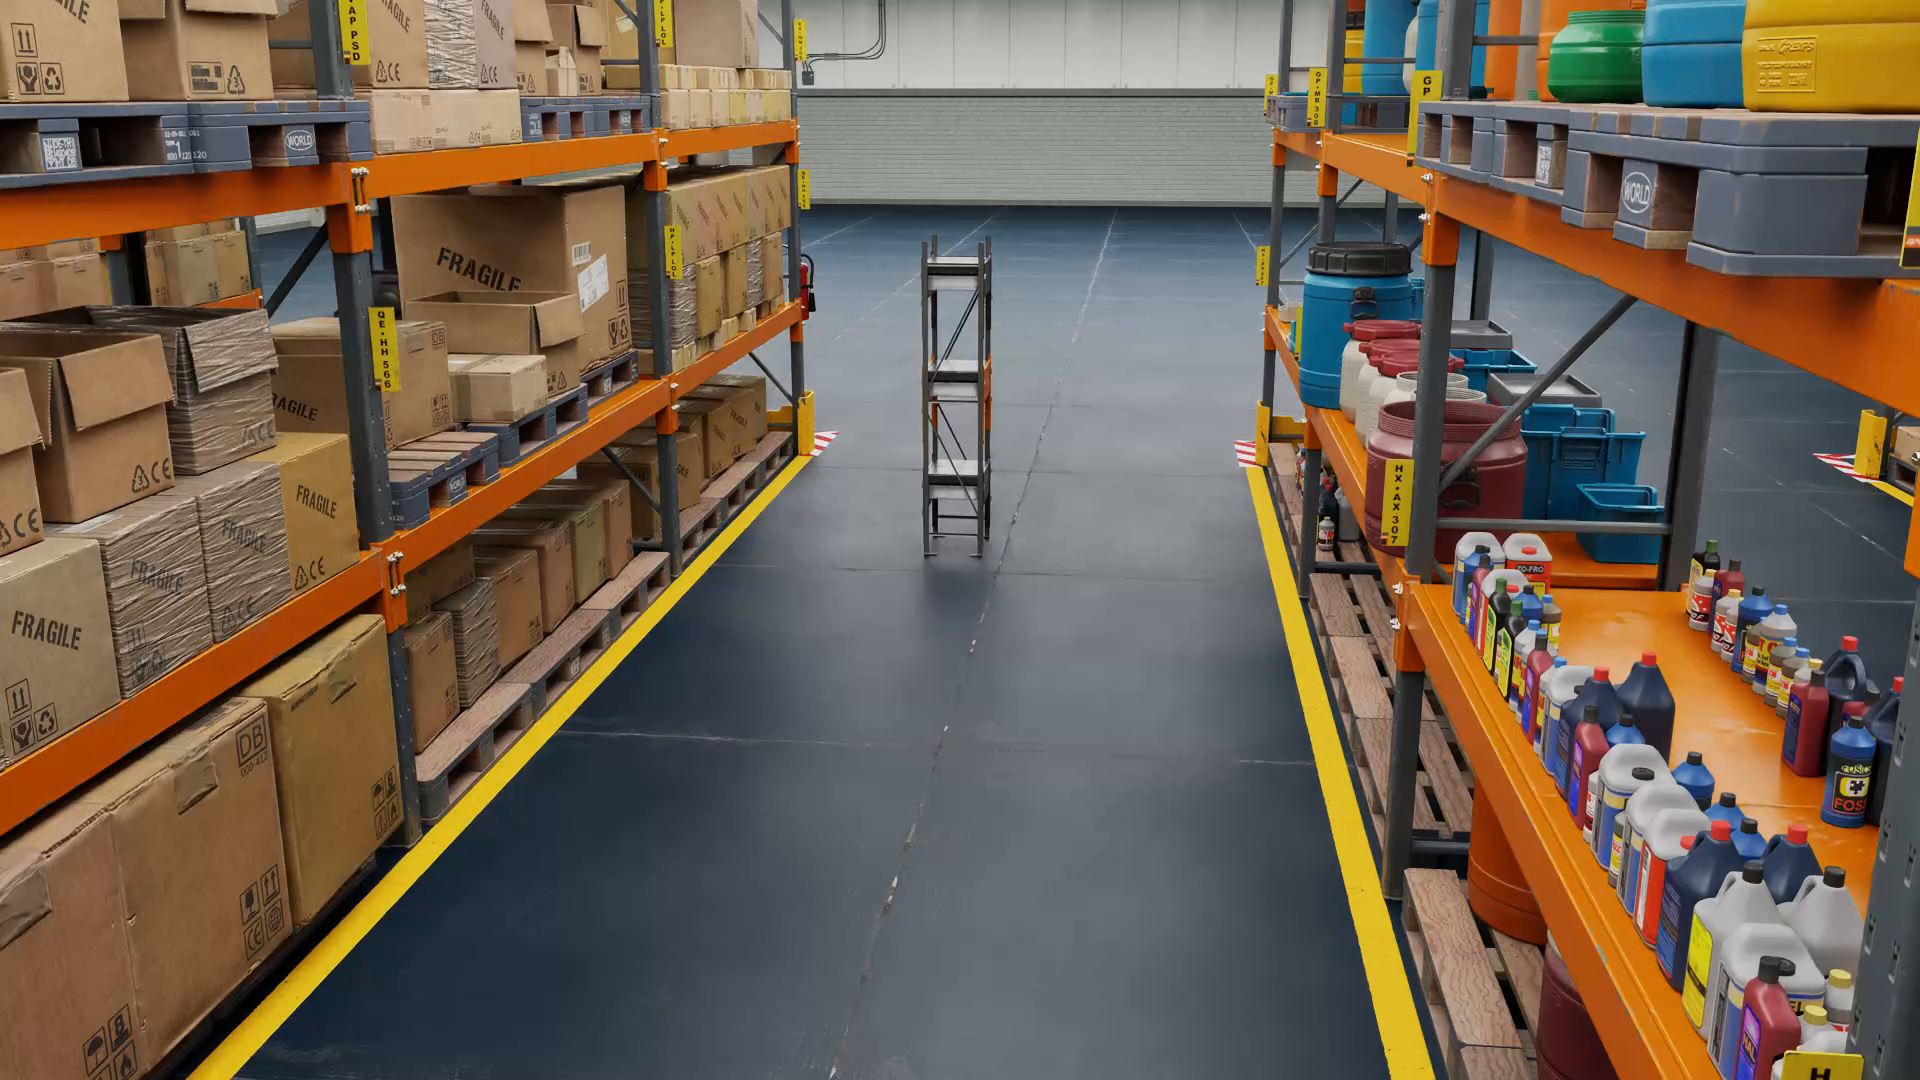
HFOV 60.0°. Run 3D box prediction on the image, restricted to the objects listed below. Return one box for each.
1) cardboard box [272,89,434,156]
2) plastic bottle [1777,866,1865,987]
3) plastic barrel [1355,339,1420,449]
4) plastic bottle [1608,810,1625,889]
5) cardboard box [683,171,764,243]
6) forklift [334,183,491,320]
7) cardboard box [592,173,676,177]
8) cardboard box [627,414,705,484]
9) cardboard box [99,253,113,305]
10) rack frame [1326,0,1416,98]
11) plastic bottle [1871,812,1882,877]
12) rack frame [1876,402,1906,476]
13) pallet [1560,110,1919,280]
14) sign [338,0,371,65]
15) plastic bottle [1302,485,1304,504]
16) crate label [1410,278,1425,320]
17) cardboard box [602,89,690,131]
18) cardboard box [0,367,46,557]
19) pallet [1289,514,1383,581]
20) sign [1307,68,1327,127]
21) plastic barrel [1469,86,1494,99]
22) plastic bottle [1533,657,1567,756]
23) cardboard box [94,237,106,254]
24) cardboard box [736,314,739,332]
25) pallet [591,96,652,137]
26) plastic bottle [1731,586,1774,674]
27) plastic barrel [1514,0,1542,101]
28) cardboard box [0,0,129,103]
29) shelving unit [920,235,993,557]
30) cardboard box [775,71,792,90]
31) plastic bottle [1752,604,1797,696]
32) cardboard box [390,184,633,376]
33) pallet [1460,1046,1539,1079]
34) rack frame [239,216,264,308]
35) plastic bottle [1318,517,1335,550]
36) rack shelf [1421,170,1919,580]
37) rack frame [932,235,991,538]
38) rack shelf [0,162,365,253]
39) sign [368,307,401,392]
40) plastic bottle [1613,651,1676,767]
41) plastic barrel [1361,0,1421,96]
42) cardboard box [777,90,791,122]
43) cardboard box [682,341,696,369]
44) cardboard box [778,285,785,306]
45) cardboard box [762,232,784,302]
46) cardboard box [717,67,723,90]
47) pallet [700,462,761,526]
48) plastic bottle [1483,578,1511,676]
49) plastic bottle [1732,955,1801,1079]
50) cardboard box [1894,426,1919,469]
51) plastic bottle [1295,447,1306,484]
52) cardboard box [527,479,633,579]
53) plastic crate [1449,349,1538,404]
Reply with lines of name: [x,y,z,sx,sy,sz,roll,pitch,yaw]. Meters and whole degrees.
cardboard box: [-2.462,-1.679,6.667,0.500,0.250,0.500,2,15,7]
plastic bottle: [1.624,0.774,3.148,0.144,0.351,0.185,2,15,6]
plastic barrel: [2.196,-0.715,8.298,0.433,0.535,0.433,0,15,0]
plastic bottle: [1.524,0.687,3.756,0.097,0.201,0.097,0,15,0]
cardboard box: [-1.791,-2.529,12.593,0.500,0.500,0.500,2,15,6]
forklift: [-4.404,-1.976,13.355,1.130,2.935,3.031,3,15,10]
cardboard box: [-2.367,-2.415,12.170,0.500,0.500,0.500,2,15,6]
cardboard box: [-2.183,-0.638,12.258,0.500,0.500,0.500,0,15,1]
cardboard box: [-7.026,-1.988,12.980,0.875,0.550,0.500,2,15,6]
rack frame: [2.605,-3.977,9.130,1.000,3.000,0.127,2,15,6]
plastic bottle: [2.137,0.682,3.774,0.097,0.201,0.097,0,15,0]
rack frame: [7.977,-1.971,13.207,1.000,3.000,0.127,2,15,6]
pallet: [1.693,-0.569,2.635,1.213,0.211,1.003,2,15,6]
sign: [-2.217,-1.907,6.078,0.100,0.325,0.005,2,15,6]
plastic bottle: [2.469,-0.385,11.724,0.097,0.271,0.097,0,15,0]
crate label: [3.117,-1.650,11.950,0.502,0.435,0.616,2,15,6]
cardboard box: [-2.011,-2.712,10.484,0.500,0.250,0.500,1,15,4]
cardboard box: [-3.012,-0.190,4.504,0.797,0.503,0.637,2,15,8]
pallet: [2.722,0.092,10.917,1.003,0.211,1.213,2,15,6]
sign: [2.059,-2.552,9.591,0.100,0.325,0.005,2,15,6]
plastic barrel: [2.065,-1.761,6.948,0.301,0.262,0.301,0,15,0]
plastic bottle: [1.613,0.450,4.497,0.097,0.271,0.097,0,15,0]
cardboard box: [-6.962,-2.507,12.832,0.875,0.550,0.500,2,15,6]
cardboard box: [-1.854,-1.608,12.344,0.380,0.149,0.250,2,15,6]
pallet: [-2.492,-2.427,9.505,1.213,0.211,1.003,2,15,6]
plastic bottle: [2.452,0.276,5.142,0.097,0.271,0.097,0,15,0]
plastic barrel: [2.462,-1.940,6.383,0.600,0.901,0.600,0,15,0]
cardboard box: [-2.775,-1.502,4.726,0.500,0.500,0.500,3,15,9]
shelving unit: [-0.019,-0.971,11.229,0.431,2.100,0.503,2,15,6]
cardboard box: [-1.586,-3.751,13.565,0.380,0.149,0.250,2,15,6]
plastic bottle: [2.430,0.326,4.955,0.097,0.271,0.097,0,15,0]
cardboard box: [-2.545,-1.517,9.573,1.000,1.000,1.000,2,15,7]
pallet: [1.966,1.824,4.513,1.003,0.211,1.213,2,15,6]
rack frame: [-6.782,-2.437,14.926,1.000,3.000,0.127,2,15,6]
plastic bottle: [2.336,-0.046,10.603,0.097,0.201,0.097,0,15,0]
rack shelf: [1.928,-0.625,3.860,1.077,0.370,4.000,2,15,6]
rack frame: [0.009,-1.034,11.463,0.400,2.100,0.015,2,15,6]
rack shelf: [-2.994,-0.771,4.400,1.077,0.370,4.000,2,15,6]
sign: [-2.216,-0.733,6.407,0.100,0.325,0.005,2,15,6]
plastic bottle: [1.771,0.454,4.332,0.144,0.351,0.185,2,15,6]
plastic barrel: [2.823,-3.229,10.344,0.600,0.901,0.708,2,15,6]
cardboard box: [-1.667,-3.507,13.427,0.500,0.250,0.500,2,15,8]
cardboard box: [-1.952,-1.217,10.897,0.380,0.149,0.250,2,15,6]
cardboard box: [-1.692,-2.063,14.026,0.380,0.149,0.250,2,15,6]
cardboard box: [-1.892,-2.181,13.220,0.875,0.500,0.500,2,15,6]
cardboard box: [-1.864,-3.209,11.562,0.380,0.149,0.250,1,15,5]
pallet: [-2.141,-0.373,12.638,1.003,0.211,1.213,2,15,6]
plastic bottle: [1.671,0.269,5.144,0.061,0.283,0.133,2,15,6]
plastic bottle: [1.406,0.877,2.895,0.061,0.283,0.133,2,15,6]
cardboard box: [7.696,-0.714,13.020,0.500,0.250,0.500,2,15,6]
plastic bottle: [2.542,-0.553,12.343,0.097,0.271,0.097,0,15,0]
cardboard box: [-2.407,-0.074,10.135,0.700,0.500,0.500,1,15,2]
plastic crate: [2.789,-0.778,8.823,0.392,0.384,0.575,2,15,6]
